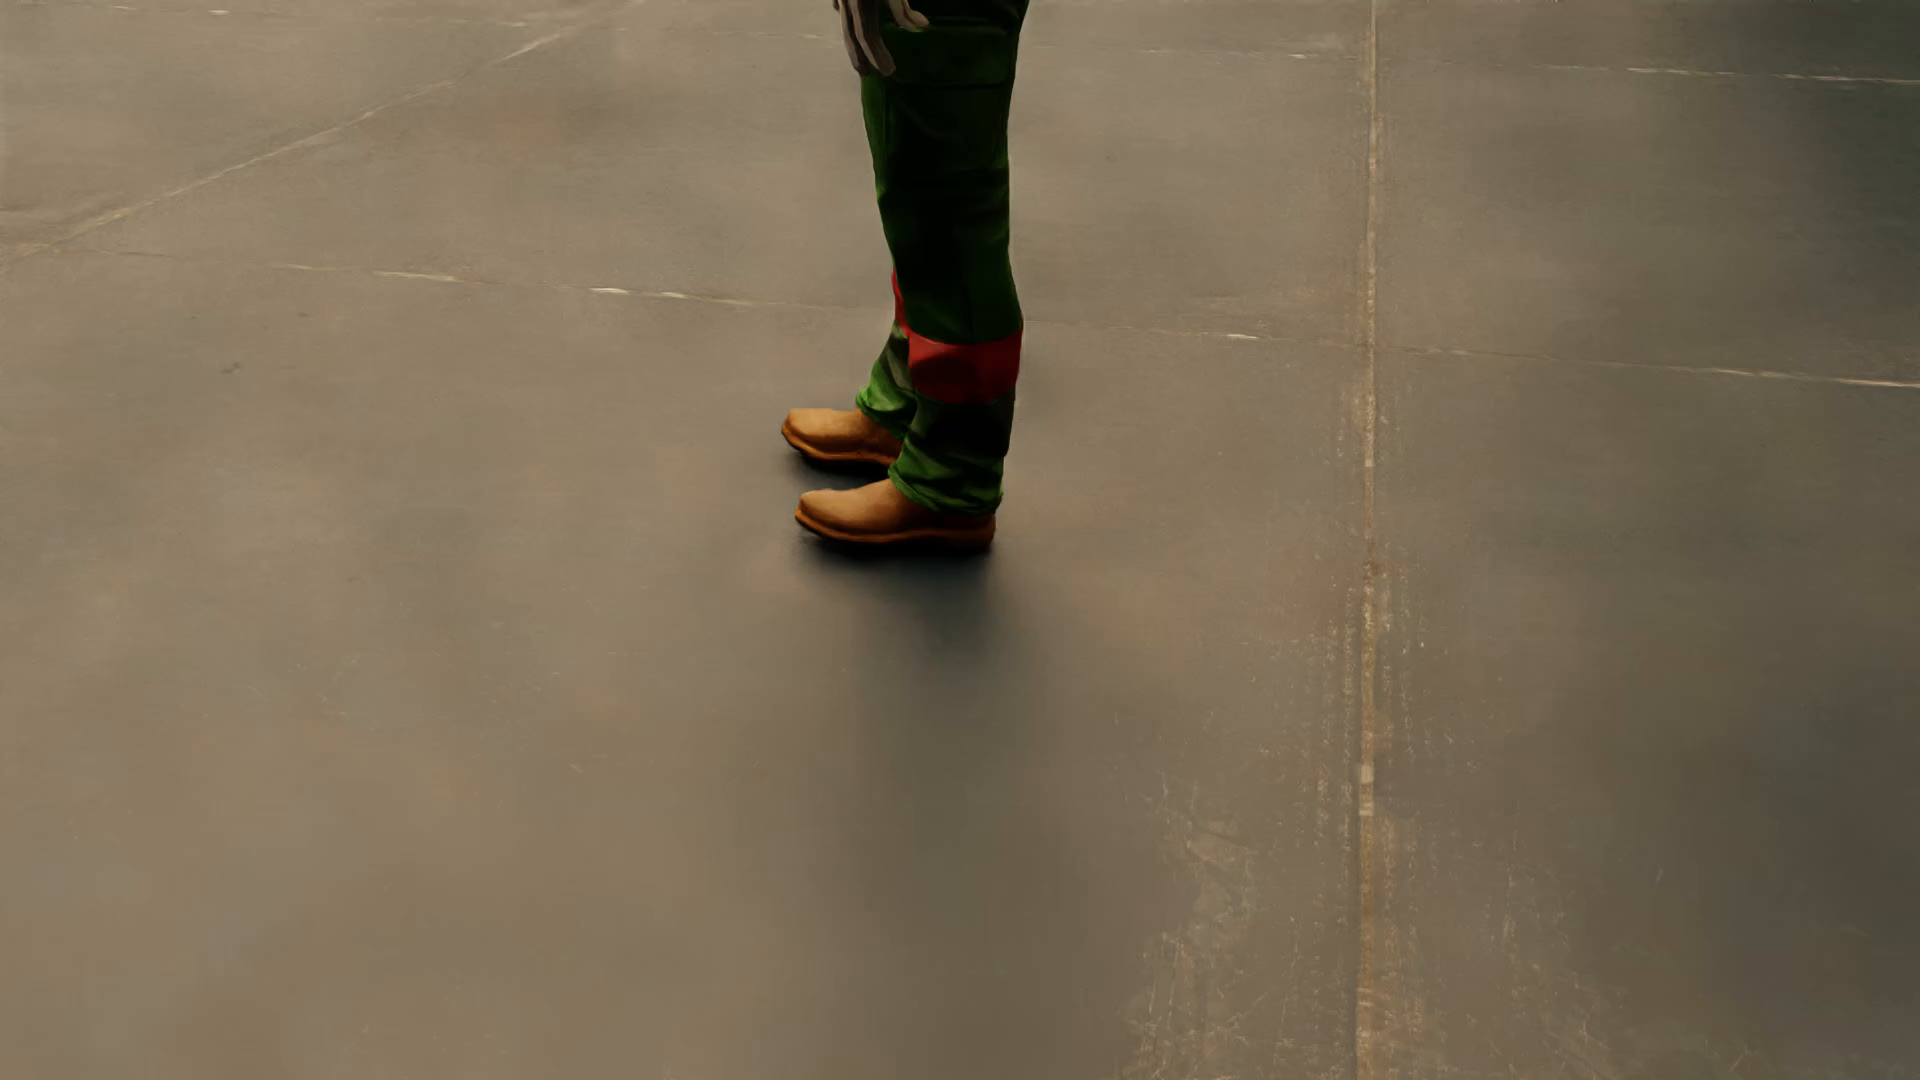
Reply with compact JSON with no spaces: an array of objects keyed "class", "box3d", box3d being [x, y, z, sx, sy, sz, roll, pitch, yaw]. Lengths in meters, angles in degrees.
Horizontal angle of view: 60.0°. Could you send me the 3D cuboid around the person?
[{"class":"person","box3d":[-0.076,-0.818,2.119,0.563,1.787,0.637,6,27,11]}]
